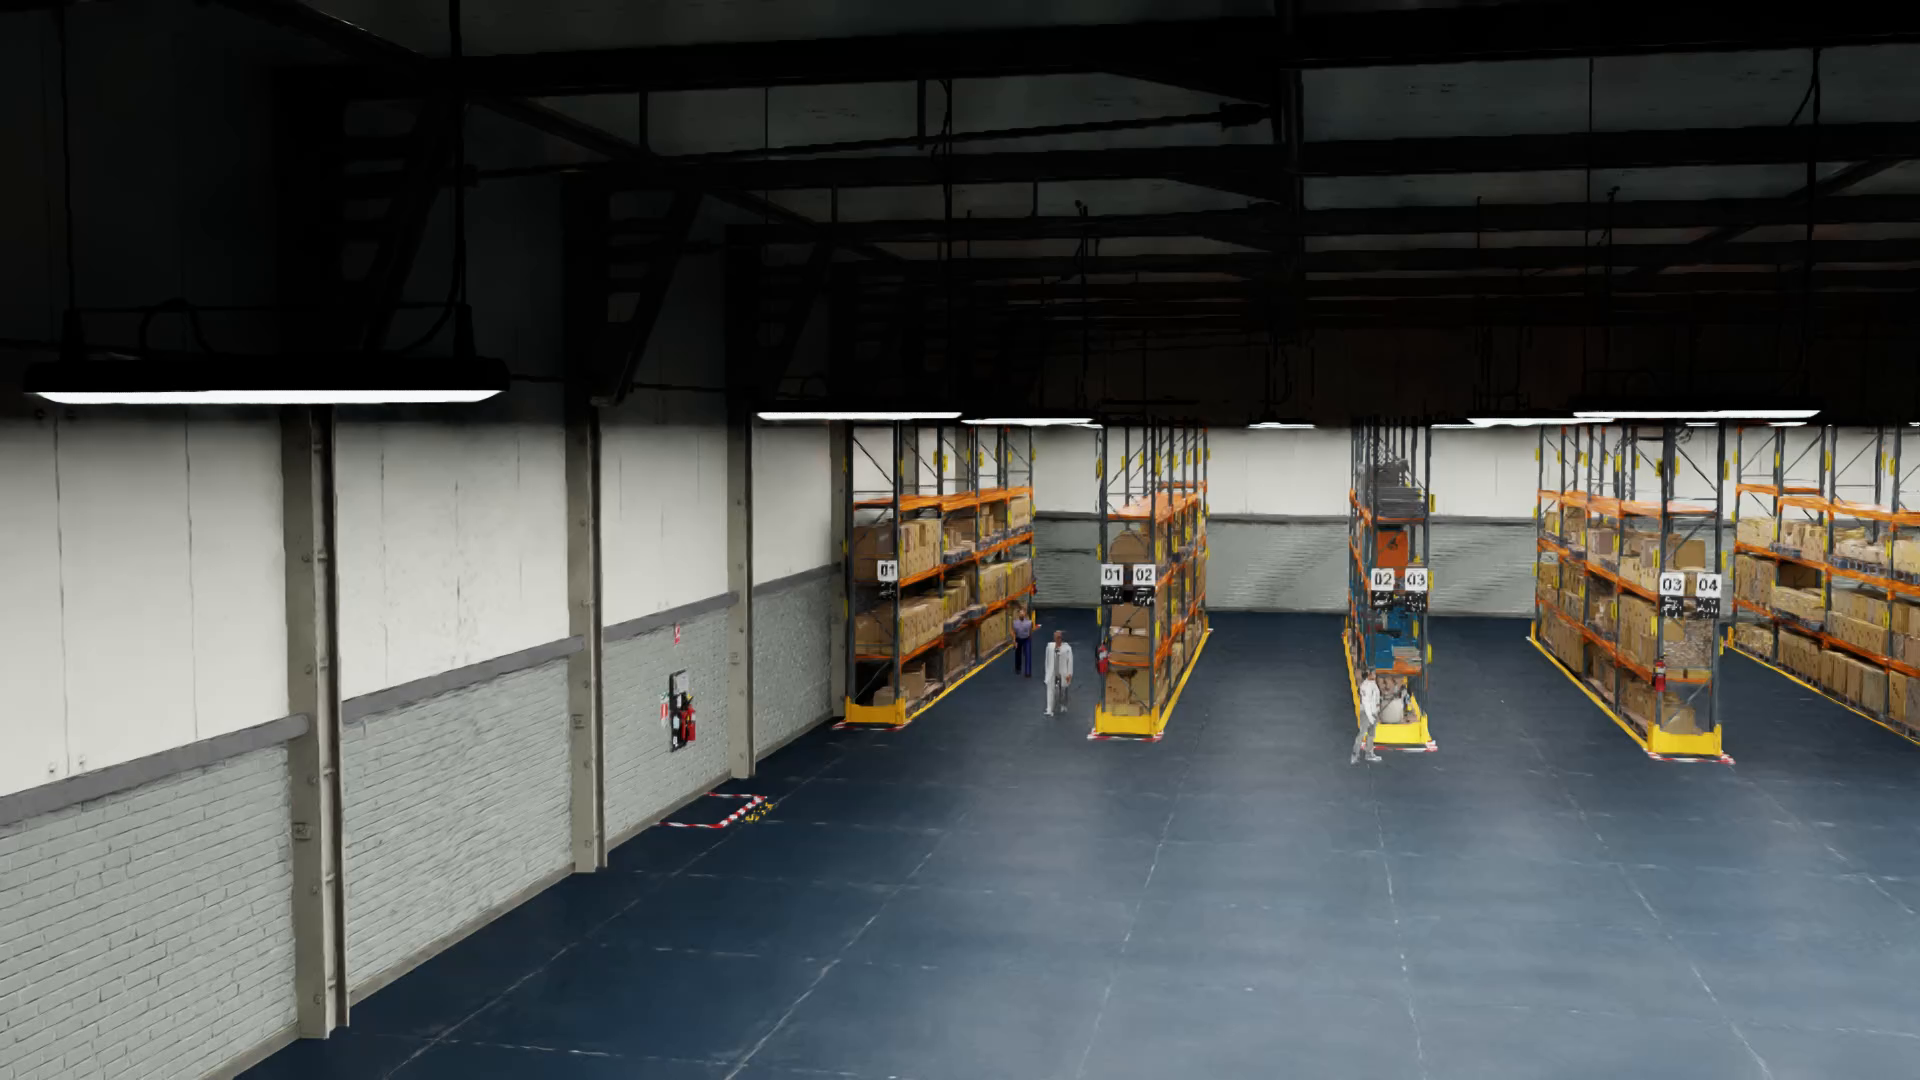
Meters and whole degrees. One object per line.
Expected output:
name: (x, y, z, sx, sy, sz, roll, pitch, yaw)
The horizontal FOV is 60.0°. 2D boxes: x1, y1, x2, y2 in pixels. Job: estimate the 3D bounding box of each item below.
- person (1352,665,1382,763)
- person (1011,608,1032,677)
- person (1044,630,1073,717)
person: (6.988, 2.979, 28.579, 0.413, 1.677, 0.630, 3, 5, 35)
person: (1.427, 2.352, 38.556, 0.478, 1.580, 0.999, 0, 4, 4)
person: (1.964, 2.644, 33.198, 0.588, 1.700, 1.193, 1, 4, 10)
